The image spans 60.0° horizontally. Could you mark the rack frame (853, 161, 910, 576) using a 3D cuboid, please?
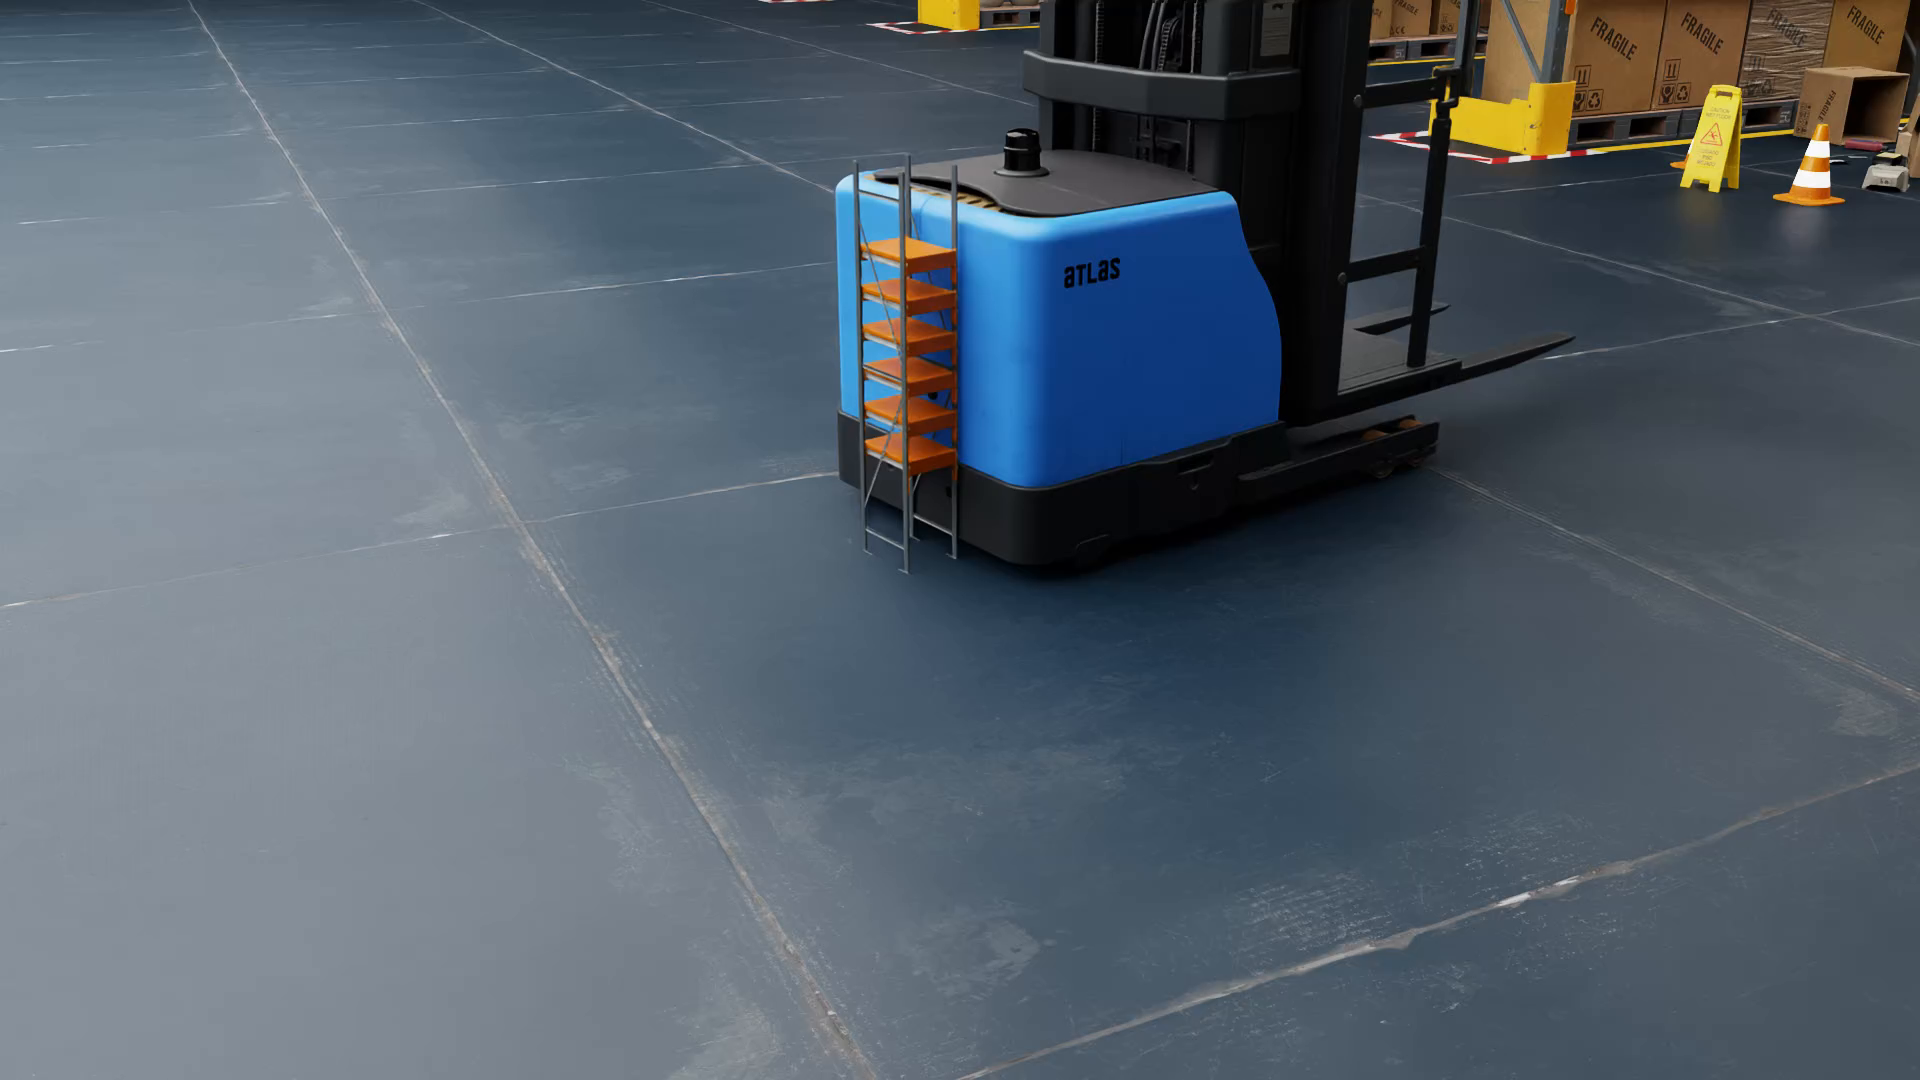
[{"bbox_3d":[-0.227,-0.484,4.849,0.006,1.200,0.240,-17,28,-35],"label":"rack frame"}]

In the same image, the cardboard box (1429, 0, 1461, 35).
[{"bbox_3d":[5.179,-5.728,17.885,0.500,0.500,0.500,-11,25,-25],"label":"cardboard box"}]

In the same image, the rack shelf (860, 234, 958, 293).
[{"bbox_3d":[-0.155,-0.797,4.781,0.180,0.103,0.258,-17,28,-35],"label":"rack shelf"}]

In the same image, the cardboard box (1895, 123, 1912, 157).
[{"bbox_3d":[6.867,-2.832,11.745,0.258,0.266,0.396,-6,23,-14],"label":"cardboard box"}]

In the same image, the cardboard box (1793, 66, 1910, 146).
[{"bbox_3d":[6.663,-3.250,12.445,0.500,0.500,0.500,-6,23,-14],"label":"cardboard box"}]

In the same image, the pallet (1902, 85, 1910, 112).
[{"bbox_3d":[8.280,-3.881,14.349,1.213,0.211,1.003,-10,25,-24],"label":"pallet"}]

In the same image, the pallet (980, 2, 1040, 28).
[{"bbox_3d":[0.587,-6.658,21.059,1.213,0.211,1.003,-10,25,-24],"label":"pallet"}]

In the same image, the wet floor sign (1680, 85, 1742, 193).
[{"bbox_3d":[4.845,-2.577,10.631,0.232,0.644,0.267,-15,27,-33],"label":"wet floor sign"}]

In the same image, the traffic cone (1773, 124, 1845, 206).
[{"bbox_3d":[5.291,-2.332,10.280,0.334,0.463,0.336,-10,25,-24],"label":"traffic cone"}]

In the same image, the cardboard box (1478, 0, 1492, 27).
[{"bbox_3d":[6.119,-5.884,18.236,0.500,0.500,0.700,-13,26,-28],"label":"cardboard box"}]

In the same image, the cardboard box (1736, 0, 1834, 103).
[{"bbox_3d":[6.209,-3.997,13.212,0.875,0.875,0.875,-10,25,-23],"label":"cardboard box"}]

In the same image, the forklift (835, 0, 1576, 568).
[{"bbox_3d":[1.067,-1.710,5.548,3.031,2.935,1.130,-17,28,-35],"label":"forklift"}]

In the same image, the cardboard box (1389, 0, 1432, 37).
[{"bbox_3d":[4.666,-5.630,17.649,0.500,0.500,0.500,-3,23,-7],"label":"cardboard box"}]

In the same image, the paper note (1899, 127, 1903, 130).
[{"bbox_3d":[7.404,-3.220,12.988,0.147,0.020,0.142,10,24,22],"label":"paper note"}]

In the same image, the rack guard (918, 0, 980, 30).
[{"bbox_3d":[-0.147,-6.659,20.682,0.348,0.500,1.175,-10,25,-24],"label":"rack guard"}]

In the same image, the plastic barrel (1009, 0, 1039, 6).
[{"bbox_3d":[0.816,-7.048,21.058,0.421,0.512,0.421,0,22,0],"label":"plastic barrel"}]

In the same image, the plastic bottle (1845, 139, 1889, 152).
[{"bbox_3d":[6.612,-2.868,12.100,0.283,0.061,0.133,20,30,40],"label":"plastic bottle"}]

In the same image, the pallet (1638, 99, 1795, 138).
[{"bbox_3d":[5.797,-3.424,13.245,1.213,0.211,1.003,-10,25,-24],"label":"pallet"}]

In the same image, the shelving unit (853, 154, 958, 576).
[{"bbox_3d":[-0.155,-0.505,4.902,0.189,1.200,0.258,-17,28,-35],"label":"shelving unit"}]

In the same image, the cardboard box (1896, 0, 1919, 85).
[{"bbox_3d":[8.137,-4.304,14.118,0.750,0.750,1.050,-11,25,-24],"label":"cardboard box"}]

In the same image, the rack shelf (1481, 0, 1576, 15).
[{"bbox_3d":[5.815,-4.351,12.780,4.000,0.370,1.077,-10,25,-24],"label":"rack shelf"}]

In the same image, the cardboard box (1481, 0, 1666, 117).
[{"bbox_3d":[4.595,-3.699,12.494,0.875,0.875,0.875,-10,25,-23],"label":"cardboard box"}]

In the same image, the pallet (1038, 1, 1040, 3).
[{"bbox_3d":[1.685,-6.859,21.544,1.213,0.211,1.003,-10,25,-24],"label":"pallet"}]

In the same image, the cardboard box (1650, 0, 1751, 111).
[{"bbox_3d":[5.387,-3.846,12.848,0.875,0.875,0.875,-11,25,-24],"label":"cardboard box"}]

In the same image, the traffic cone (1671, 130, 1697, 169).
[{"bbox_3d":[5.107,-2.778,11.357,0.334,0.463,0.336,-10,25,-24],"label":"traffic cone"}]

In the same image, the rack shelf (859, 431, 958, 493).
[{"bbox_3d":[-0.155,-0.242,5.010,0.180,0.103,0.258,-17,28,-35],"label":"rack shelf"}]

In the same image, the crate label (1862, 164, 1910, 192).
[{"bbox_3d":[5.972,-2.334,10.709,0.250,0.136,0.298,15,27,31],"label":"crate label"}]

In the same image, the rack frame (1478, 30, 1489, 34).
[{"bbox_3d":[5.557,-6.741,17.614,0.127,3.000,1.000,-10,25,-24],"label":"rack frame"}]

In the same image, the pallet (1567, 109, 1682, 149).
[{"bbox_3d":[4.699,-3.223,12.760,1.213,0.211,1.003,-10,25,-24],"label":"pallet"}]

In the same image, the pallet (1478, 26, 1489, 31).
[{"bbox_3d":[6.258,-5.583,18.460,1.213,0.211,1.003,-10,25,-24],"label":"pallet"}]

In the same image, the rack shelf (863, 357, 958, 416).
[{"bbox_3d":[-0.155,-0.464,4.919,0.180,0.103,0.258,-17,28,-35],"label":"rack shelf"}]

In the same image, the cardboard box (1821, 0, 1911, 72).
[{"bbox_3d":[7.020,-4.147,13.576,0.875,0.875,0.875,-10,25,-23],"label":"cardboard box"}]

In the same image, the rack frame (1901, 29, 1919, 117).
[{"bbox_3d":[7.617,-5.015,13.444,0.127,3.000,1.000,-10,25,-24],"label":"rack frame"}]

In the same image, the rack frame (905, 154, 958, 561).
[{"bbox_3d":[-0.083,-0.527,4.954,0.006,1.200,0.240,-17,28,-35],"label":"rack frame"}]

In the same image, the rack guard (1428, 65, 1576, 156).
[{"bbox_3d":[3.991,-3.193,12.309,0.348,0.500,1.175,-10,25,-24],"label":"rack guard"}]

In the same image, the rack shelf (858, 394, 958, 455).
[{"bbox_3d":[-0.155,-0.353,4.964,0.180,0.103,0.258,-17,28,-35],"label":"rack shelf"}]

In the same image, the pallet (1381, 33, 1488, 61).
[{"bbox_3d":[4.967,-5.329,17.849,1.213,0.211,1.003,-10,25,-24],"label":"pallet"}]

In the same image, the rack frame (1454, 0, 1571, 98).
[{"bbox_3d":[4.013,-4.352,11.841,0.127,3.000,1.000,-10,25,-24],"label":"rack frame"}]

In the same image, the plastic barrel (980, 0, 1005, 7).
[{"bbox_3d":[0.364,-6.965,20.857,0.421,0.512,0.421,0,22,0],"label":"plastic barrel"}]

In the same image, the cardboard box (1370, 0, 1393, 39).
[{"bbox_3d":[4.141,-5.500,17.335,0.500,0.500,0.500,-13,26,-28],"label":"cardboard box"}]

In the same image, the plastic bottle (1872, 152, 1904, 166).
[{"bbox_3d":[6.473,-2.657,11.588,0.133,0.061,0.283,20,30,40],"label":"plastic bottle"}]

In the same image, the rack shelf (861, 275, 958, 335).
[{"bbox_3d":[-0.155,-0.686,4.827,0.180,0.103,0.258,-17,28,-35],"label":"rack shelf"}]

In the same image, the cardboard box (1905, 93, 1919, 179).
[{"bbox_3d":[6.735,-2.673,11.049,0.797,0.503,0.637,10,24,22],"label":"cardboard box"}]

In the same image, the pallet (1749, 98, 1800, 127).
[{"bbox_3d":[6.898,-3.628,13.738,1.213,0.211,1.003,-10,25,-24],"label":"pallet"}]

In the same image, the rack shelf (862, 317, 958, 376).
[{"bbox_3d":[-0.155,-0.575,4.873,0.180,0.103,0.258,-17,28,-35],"label":"rack shelf"}]

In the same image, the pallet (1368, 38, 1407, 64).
[{"bbox_3d":[3.866,-5.125,17.356,1.213,0.211,1.003,-10,25,-24],"label":"pallet"}]

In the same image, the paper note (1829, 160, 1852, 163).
[{"bbox_3d":[6.124,-2.647,11.607,0.142,0.017,0.144,-2,23,-5],"label":"paper note"}]
